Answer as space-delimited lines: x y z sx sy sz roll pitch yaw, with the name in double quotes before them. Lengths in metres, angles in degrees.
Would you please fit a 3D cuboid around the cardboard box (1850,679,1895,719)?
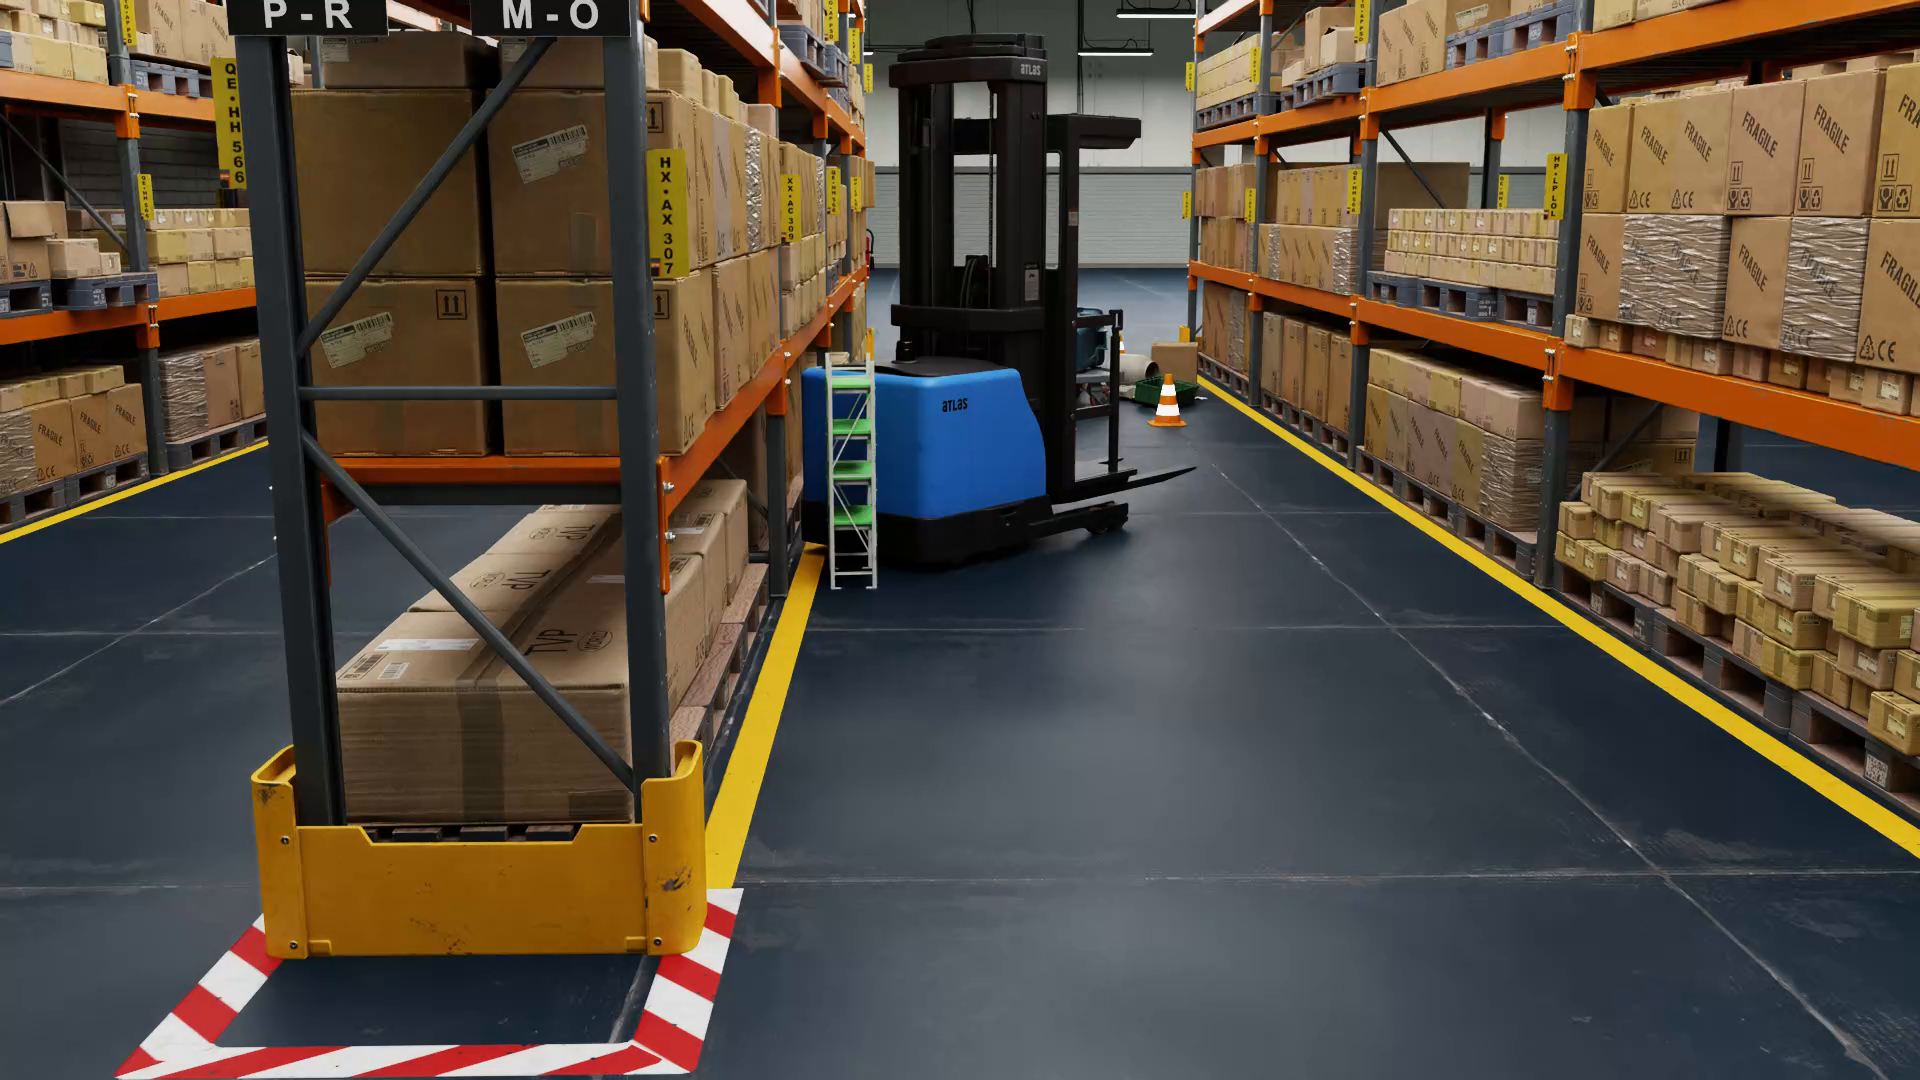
"cardboard box" 3.391 0.563 5.853 0.380 0.149 0.250 0 11 -1

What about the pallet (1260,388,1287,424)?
"pallet" 3.480 -1.287 15.870 1.003 0.211 1.213 0 11 -1

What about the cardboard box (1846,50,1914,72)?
"cardboard box" 8.281 -4.252 14.613 0.797 0.503 0.637 0 11 1

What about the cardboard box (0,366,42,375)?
"cardboard box" -6.739 -1.143 11.749 0.380 0.149 0.250 0 11 2

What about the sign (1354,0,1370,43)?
"sign" 2.916 -3.773 12.067 0.100 0.325 0.005 0 11 -1

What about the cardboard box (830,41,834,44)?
"cardboard box" -1.419 -4.498 15.208 0.500 0.250 0.500 0 11 0

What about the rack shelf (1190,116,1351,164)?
"rack shelf" 3.347 -4.321 18.080 1.077 0.370 4.000 0 11 -1

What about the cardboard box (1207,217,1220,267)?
"cardboard box" 3.278 -3.380 18.799 0.875 0.550 0.550 0 11 -1

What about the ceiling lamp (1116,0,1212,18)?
"ceiling lamp" 4.295 -12.633 35.014 2.000 3.185 0.800 0 11 -1

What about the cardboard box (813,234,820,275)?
"cardboard box" -1.166 -1.843 10.721 0.500 0.250 0.500 -1 11 -3

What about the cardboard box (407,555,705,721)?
"cardboard box" -1.451 0.357 6.144 0.875 0.438 0.875 0 11 0

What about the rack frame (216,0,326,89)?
"rack frame" -6.521 -5.685 15.447 1.000 3.000 0.127 0 11 -1

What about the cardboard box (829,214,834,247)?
"cardboard box" -1.271 -2.565 13.103 0.500 0.500 0.500 0 11 2

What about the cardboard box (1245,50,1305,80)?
"cardboard box" 3.122 -4.700 16.460 0.500 0.250 0.500 0 11 -2

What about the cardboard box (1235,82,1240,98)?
"cardboard box" 3.044 -4.631 17.123 0.380 0.149 0.250 0 11 -1

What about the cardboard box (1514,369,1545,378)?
"cardboard box" 3.783 -0.919 10.392 0.500 0.250 0.500 0 11 1

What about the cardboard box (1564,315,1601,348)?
"cardboard box" 3.233 -1.035 8.249 0.380 0.149 0.250 0 11 1

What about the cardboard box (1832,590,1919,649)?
"cardboard box" 3.292 0.274 5.784 0.380 0.149 0.250 0 11 -2

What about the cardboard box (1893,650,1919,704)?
"cardboard box" 3.389 0.469 5.570 0.380 0.149 0.250 -1 11 -2

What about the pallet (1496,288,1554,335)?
"pallet" 3.684 -1.274 9.279 1.003 0.211 1.213 0 11 -1

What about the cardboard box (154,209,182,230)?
"cardboard box" -6.157 -2.434 12.630 0.380 0.149 0.250 0 11 0

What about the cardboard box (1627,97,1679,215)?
"cardboard box" 3.346 -1.707 7.415 0.500 0.500 0.500 -1 11 -3

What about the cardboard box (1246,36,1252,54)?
"cardboard box" 3.057 -4.920 16.542 0.380 0.149 0.250 0 11 -1

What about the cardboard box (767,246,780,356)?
"cardboard box" -1.128 -1.133 7.850 0.500 0.500 0.500 0 11 -1

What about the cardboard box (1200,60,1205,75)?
"cardboard box" 2.999 -5.476 19.283 0.380 0.149 0.250 0 11 -1

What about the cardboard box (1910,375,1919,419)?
"cardboard box" 3.360 -0.461 5.418 0.380 0.149 0.250 0 11 -2

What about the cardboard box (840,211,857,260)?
"cardboard box" -1.289 -3.049 16.545 0.500 0.500 0.500 0 11 -1

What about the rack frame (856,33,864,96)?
"rack frame" -1.641 -6.501 19.471 1.000 3.000 0.127 0 11 -1

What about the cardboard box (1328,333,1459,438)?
"cardboard box" 3.549 -1.236 13.208 1.050 0.750 0.750 0 11 -2

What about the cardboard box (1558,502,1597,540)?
"cardboard box" 3.242 -0.097 8.359 0.380 0.149 0.250 0 11 1

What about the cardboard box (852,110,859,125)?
"cardboard box" -1.258 -4.432 17.450 0.380 0.149 0.250 0 11 -2

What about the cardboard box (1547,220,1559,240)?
"cardboard box" 3.351 -1.669 8.822 0.380 0.149 0.250 0 11 1

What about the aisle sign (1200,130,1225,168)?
"aisle sign" 3.005 -4.888 20.071 0.394 0.787 0.004 0 11 -1

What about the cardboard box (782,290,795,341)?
"cardboard box" -1.138 -1.191 8.761 0.500 0.250 0.500 -1 11 -2

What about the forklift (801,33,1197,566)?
"forklift" 0.404 -1.533 10.242 1.130 2.935 3.031 9 15 39

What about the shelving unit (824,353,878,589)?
"shelving unit" -0.586 -0.379 8.911 0.258 1.200 0.503 -1 12 -6

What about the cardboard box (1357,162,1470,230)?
"cardboard box" 3.472 -2.639 12.758 0.700 0.500 0.500 0 11 -1

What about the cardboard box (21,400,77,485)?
"cardboard box" -6.201 -0.644 10.918 0.500 0.500 0.500 0 11 1

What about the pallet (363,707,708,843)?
"pallet" -1.405 0.828 5.449 1.003 0.211 1.213 0 11 -1

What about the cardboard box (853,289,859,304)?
"cardboard box" -1.255 -2.555 17.451 0.380 0.149 0.250 0 11 1

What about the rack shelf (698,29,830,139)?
"rack shelf" -1.434 -2.691 10.042 1.077 0.370 4.000 0 11 -1

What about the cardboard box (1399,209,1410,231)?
"cardboard box" 3.295 -2.239 11.632 0.380 0.149 0.250 -1 11 -3

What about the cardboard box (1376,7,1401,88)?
"cardboard box" 3.217 -3.416 11.555 0.500 0.500 0.500 0 11 -1

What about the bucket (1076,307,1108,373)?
"bucket" 1.081 -1.964 16.608 0.726 0.611 0.620 4 22 18

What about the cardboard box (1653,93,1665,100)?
"cardboard box" 8.014 -4.934 18.663 0.380 0.149 0.250 0 11 -1

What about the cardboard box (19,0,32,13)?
"cardboard box" -6.216 -3.464 10.671 0.380 0.149 0.250 0 11 -2

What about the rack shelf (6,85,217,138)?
"rack shelf" -6.479 -3.465 13.857 1.077 0.370 4.000 0 11 -1

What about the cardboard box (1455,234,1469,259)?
"cardboard box" 3.318 -1.833 10.378 0.380 0.149 0.250 0 11 1

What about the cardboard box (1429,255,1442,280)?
"cardboard box" 3.305 -1.791 10.916 0.380 0.149 0.250 0 11 1

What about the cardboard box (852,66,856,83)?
"cardboard box" -1.248 -4.724 16.882 0.380 0.149 0.250 0 11 -2

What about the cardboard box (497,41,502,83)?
"cardboard box" -1.117 -1.361 4.825 0.380 0.149 0.250 0 11 0

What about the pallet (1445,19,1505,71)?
"pallet" 3.623 -2.923 9.852 1.213 0.211 1.003 0 11 -1

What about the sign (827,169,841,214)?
"sign" -0.921 -2.541 12.128 0.100 0.325 0.005 0 11 -1
